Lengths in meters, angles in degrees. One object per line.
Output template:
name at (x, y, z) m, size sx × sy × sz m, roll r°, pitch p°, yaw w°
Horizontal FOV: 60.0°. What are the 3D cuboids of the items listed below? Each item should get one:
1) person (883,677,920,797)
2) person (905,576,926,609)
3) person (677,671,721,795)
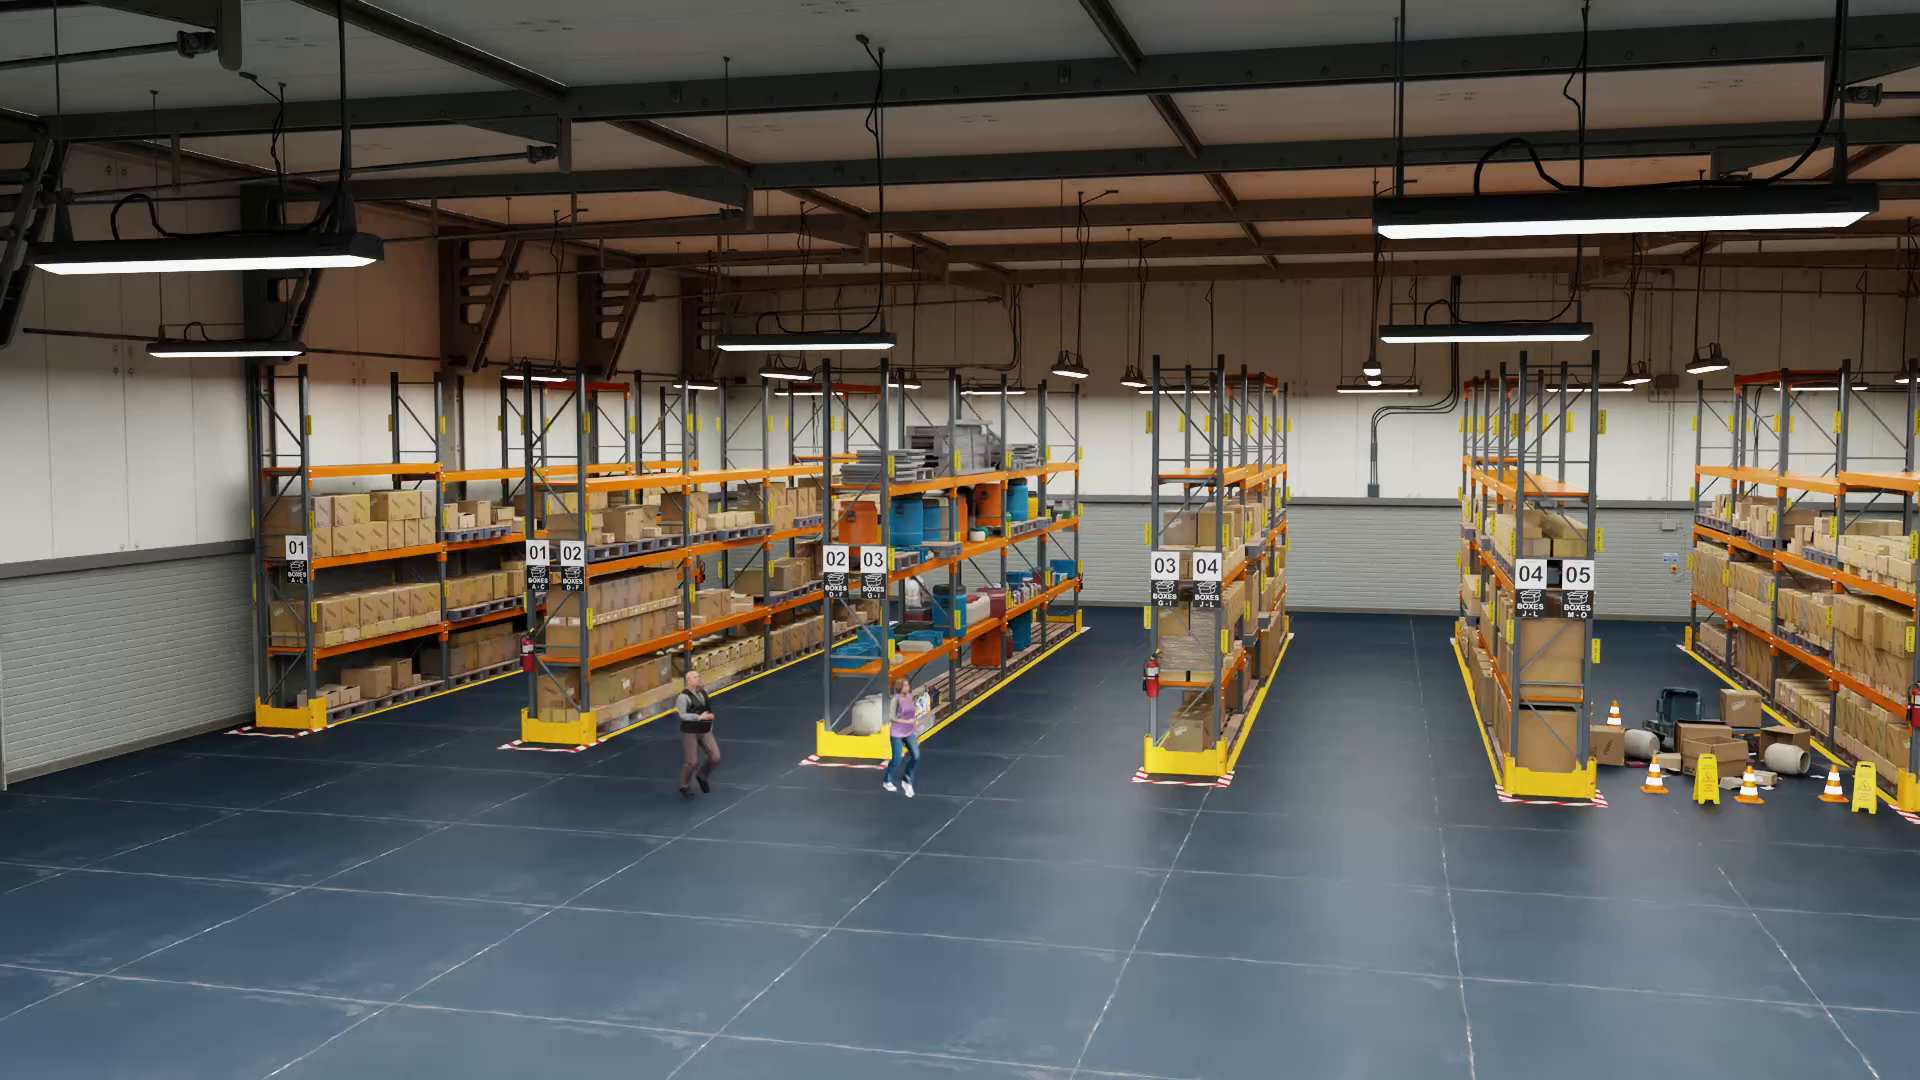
person at (-0.773, 2.662, 22.472) m, size 0.549 × 1.635 × 0.686 m, roll -4°, pitch 5°, yaw -44°
person at (-1.103, 1.484, 38.294) m, size 0.611 × 1.822 × 0.893 m, roll 0°, pitch 4°, yaw 2°
person at (-3.511, 2.606, 22.370) m, size 0.670 × 1.703 × 0.650 m, roll 3°, pitch 5°, yaw 40°
